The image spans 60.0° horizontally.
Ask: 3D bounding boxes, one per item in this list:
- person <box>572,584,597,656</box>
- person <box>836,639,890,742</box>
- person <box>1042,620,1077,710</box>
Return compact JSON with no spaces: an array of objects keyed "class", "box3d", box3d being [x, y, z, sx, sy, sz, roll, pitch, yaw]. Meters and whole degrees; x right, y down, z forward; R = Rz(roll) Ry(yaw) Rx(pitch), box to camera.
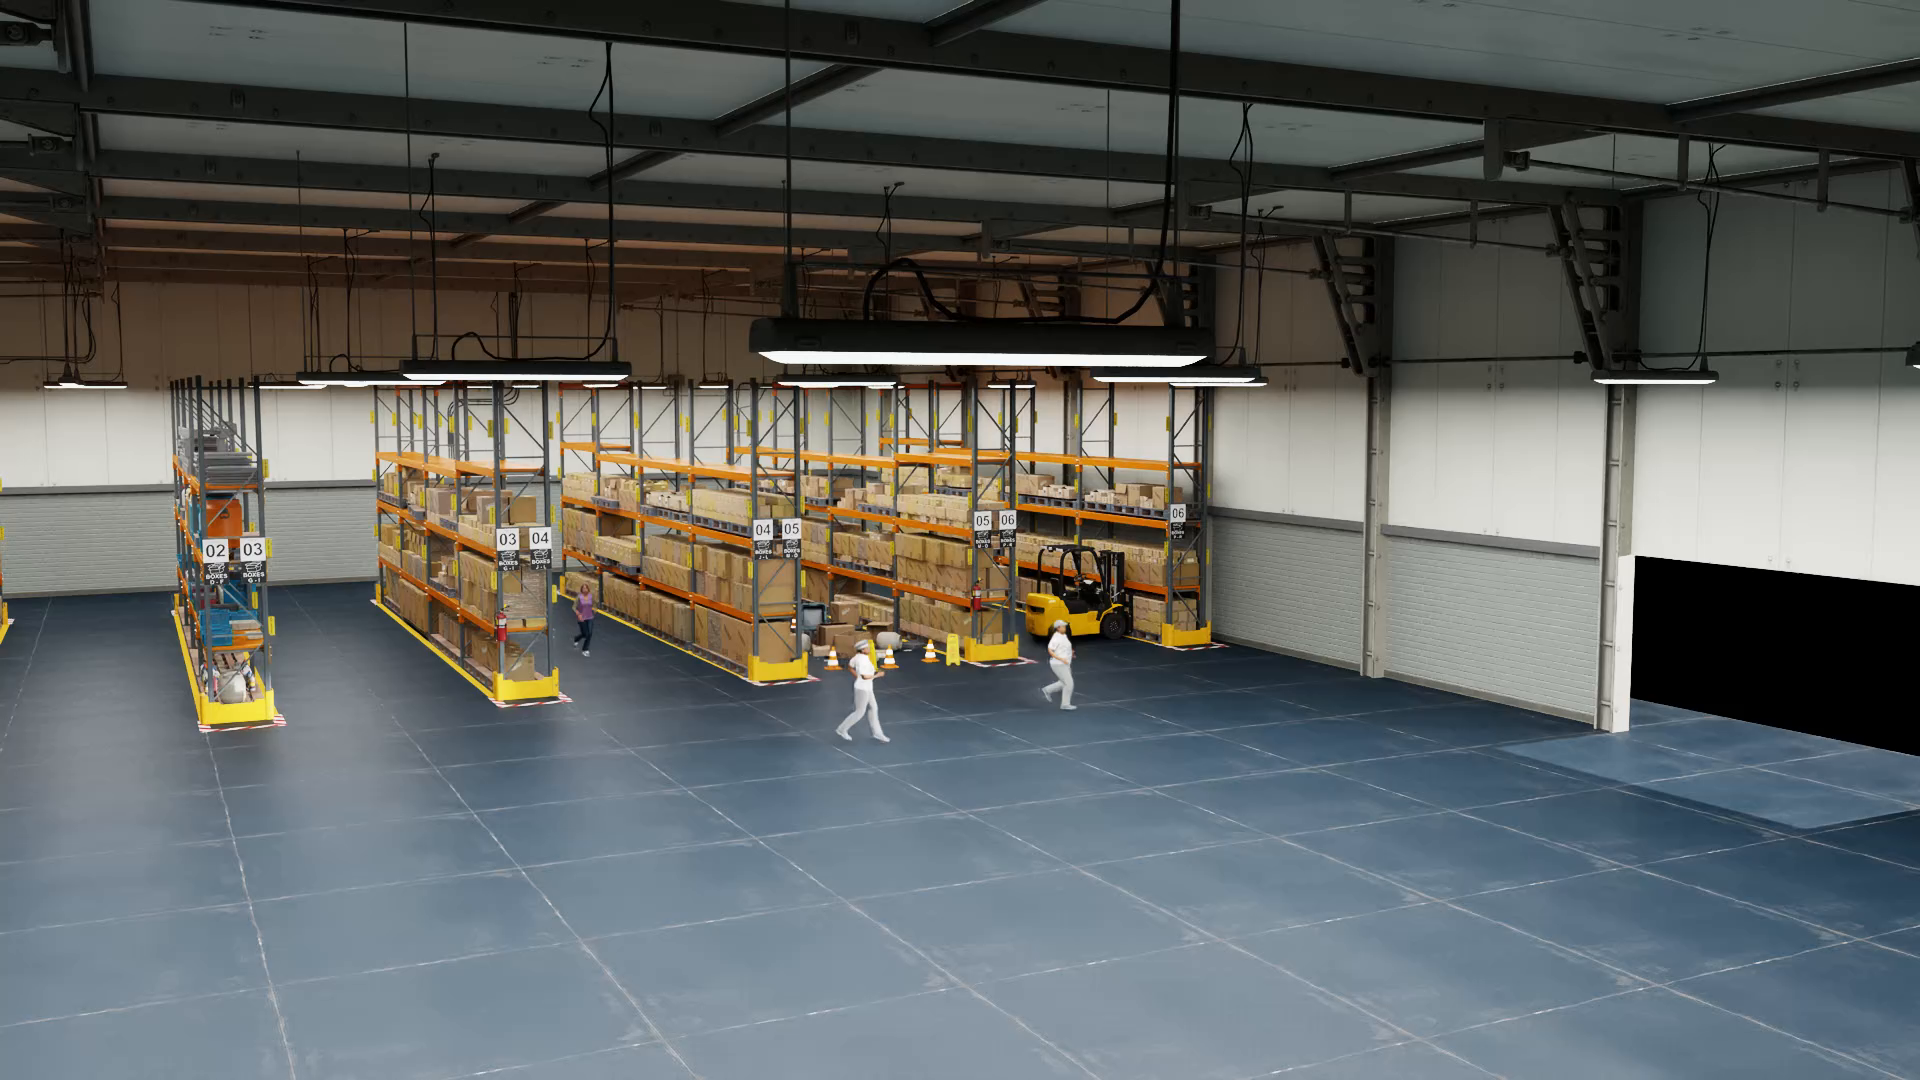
[{"class":"person","box3d":[-8.178,1.733,36.262,0.534,1.575,0.591,-3,6,-34]},{"class":"person","box3d":[-1.583,2.455,27.061,0.883,1.721,0.574,0,5,-3]},{"class":"person","box3d":[1.795,2.245,30.034,0.668,1.621,0.613,2,5,19]}]
